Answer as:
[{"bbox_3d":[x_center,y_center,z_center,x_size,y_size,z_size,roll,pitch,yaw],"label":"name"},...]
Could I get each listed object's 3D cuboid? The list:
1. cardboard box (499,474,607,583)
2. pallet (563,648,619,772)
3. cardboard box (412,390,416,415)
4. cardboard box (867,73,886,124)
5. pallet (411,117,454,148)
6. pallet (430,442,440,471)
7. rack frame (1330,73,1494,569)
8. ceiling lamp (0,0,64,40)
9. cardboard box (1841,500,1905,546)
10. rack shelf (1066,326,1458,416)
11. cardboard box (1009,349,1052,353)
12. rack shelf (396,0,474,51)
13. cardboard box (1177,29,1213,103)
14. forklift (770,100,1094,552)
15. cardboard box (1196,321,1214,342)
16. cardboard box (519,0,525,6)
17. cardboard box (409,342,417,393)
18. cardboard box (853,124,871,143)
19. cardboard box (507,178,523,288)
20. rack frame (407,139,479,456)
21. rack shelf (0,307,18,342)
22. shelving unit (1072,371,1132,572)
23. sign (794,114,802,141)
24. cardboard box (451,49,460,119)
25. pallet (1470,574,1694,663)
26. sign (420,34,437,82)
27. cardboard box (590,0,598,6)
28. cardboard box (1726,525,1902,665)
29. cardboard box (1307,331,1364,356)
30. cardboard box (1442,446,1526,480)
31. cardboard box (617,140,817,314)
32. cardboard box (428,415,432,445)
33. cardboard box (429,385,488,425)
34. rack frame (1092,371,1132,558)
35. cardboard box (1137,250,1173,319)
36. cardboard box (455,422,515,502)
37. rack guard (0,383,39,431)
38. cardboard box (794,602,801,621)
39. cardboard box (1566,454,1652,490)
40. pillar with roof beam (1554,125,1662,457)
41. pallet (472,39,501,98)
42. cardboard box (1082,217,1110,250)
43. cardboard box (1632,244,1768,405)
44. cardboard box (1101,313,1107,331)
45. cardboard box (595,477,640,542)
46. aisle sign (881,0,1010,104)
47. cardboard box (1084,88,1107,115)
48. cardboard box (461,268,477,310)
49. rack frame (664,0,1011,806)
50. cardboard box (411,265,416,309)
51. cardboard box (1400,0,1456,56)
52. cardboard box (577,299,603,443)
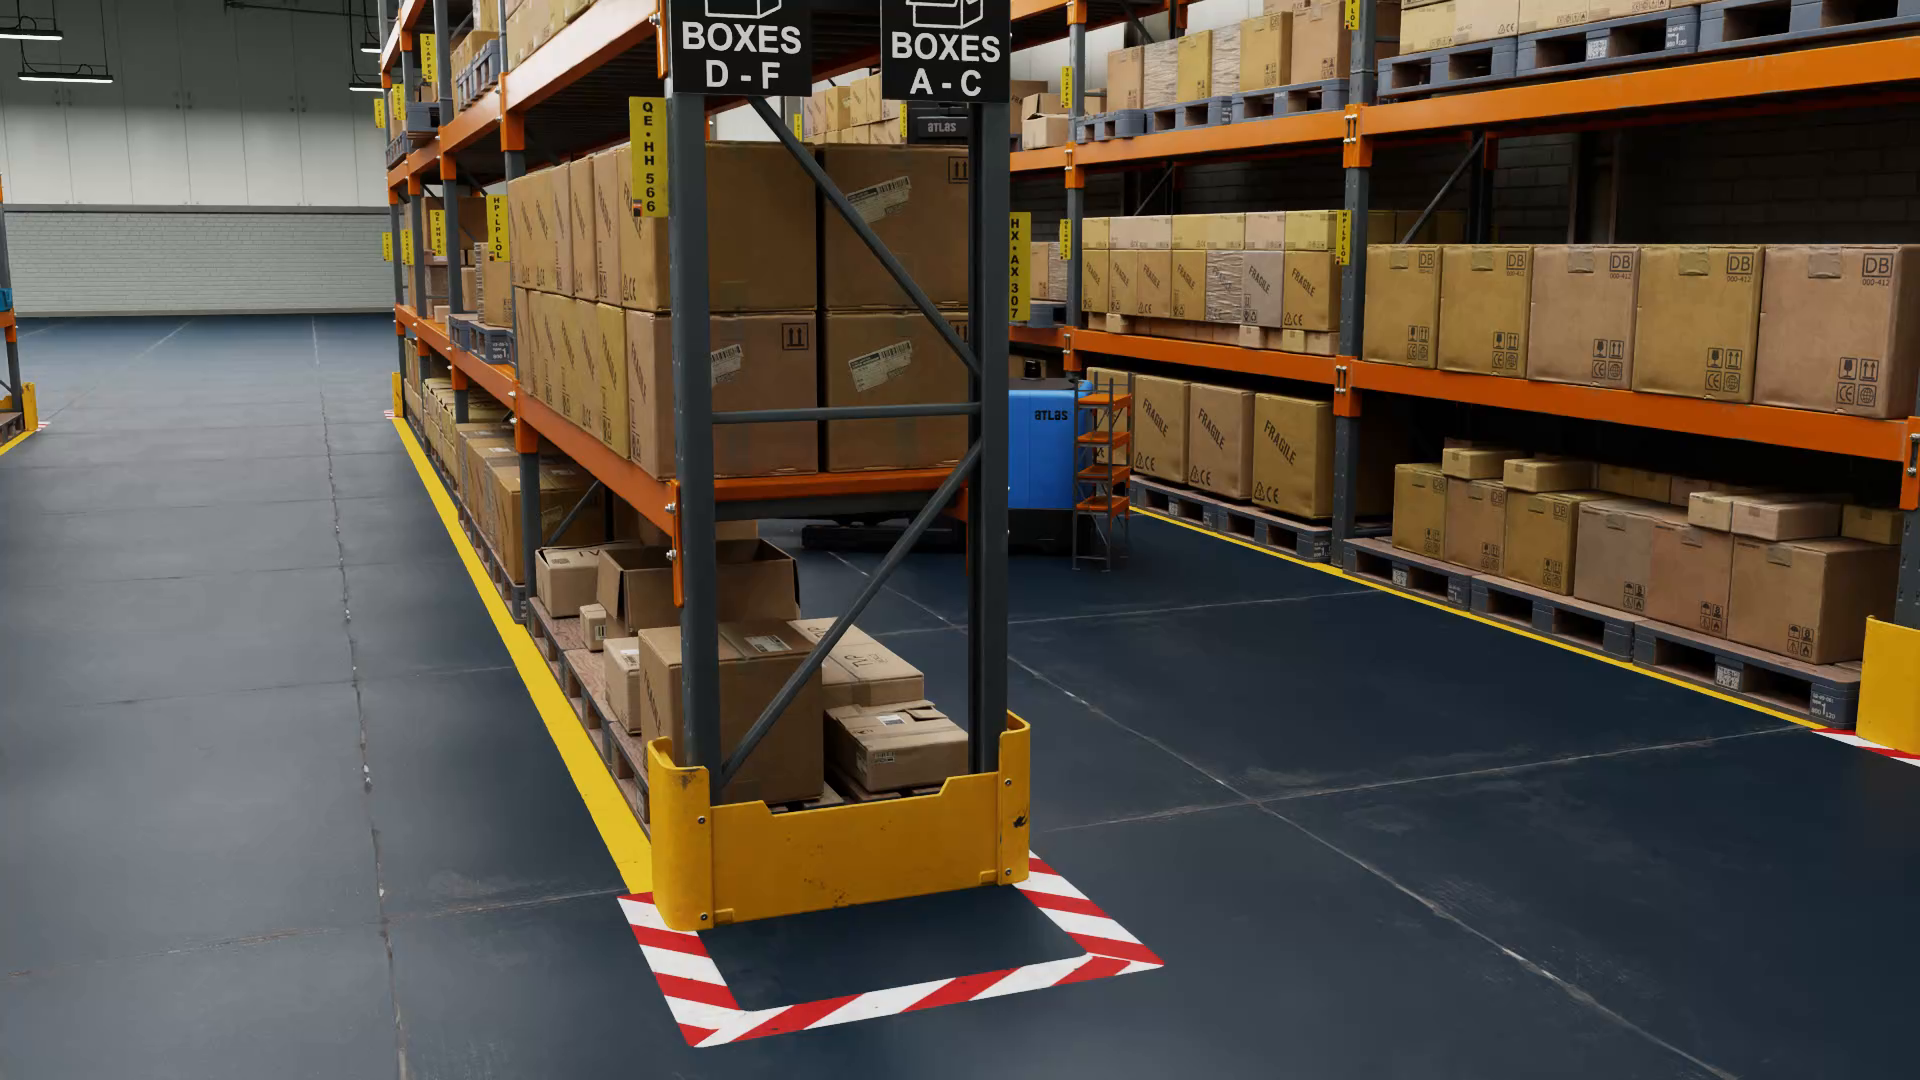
[{"bbox_3d":[-2.234,-0.070,9.129,0.500,0.500,0.500,-4,11,-21],"label":"cardboard box"},{"bbox_3d":[-1.094,0.663,7.091,1.003,0.211,1.213,-4,11,-21],"label":"pallet"},{"bbox_3d":[-5.607,-1.487,17.865,0.500,0.250,0.500,-4,11,-21],"label":"cardboard box"},{"bbox_3d":[-0.715,-4.824,18.214,0.500,0.500,0.500,-3,11,-18],"label":"cardboard box"},{"bbox_3d":[-3.975,-3.346,13.639,1.003,0.211,1.213,-3,11,-18],"label":"pallet"},{"bbox_3d":[-4.384,-0.837,15.521,1.003,0.211,1.213,-4,11,-21],"label":"pallet"},{"bbox_3d":[2.828,-1.337,10.369,1.000,3.000,0.127,-4,11,-21],"label":"rack frame"},{"bbox_3d":[-18.095,-11.062,31.245,2.000,3.185,0.800,-4,11,-21],"label":"ceiling lamp"},{"bbox_3d":[4.162,-0.079,7.387,0.380,0.149,0.250,-4,11,-21],"label":"cardboard box"},{"bbox_3d":[2.103,-1.309,12.267,1.077,0.370,4.000,-4,11,-21],"label":"rack shelf"},{"bbox_3d":[0.566,-1.722,16.276,0.500,0.250,0.500,-4,11,-23],"label":"cardboard box"},{"bbox_3d":[-3.962,-4.403,13.677,1.077,0.370,4.000,-4,11,-21],"label":"rack shelf"},{"bbox_3d":[2.037,-3.482,12.325,0.700,0.500,0.500,-3,11,-18],"label":"cardboard box"},{"bbox_3d":[-0.618,-1.457,11.245,3.031,2.935,1.130,1,10,7],"label":"forklift"},{"bbox_3d":[1.936,-1.514,12.028,0.380,0.149,0.250,-4,11,-19],"label":"cardboard box"},{"bbox_3d":[-1.660,-2.494,7.312,0.500,0.250,0.500,-4,11,-21],"label":"cardboard box"},{"bbox_3d":[-5.608,-1.856,17.799,0.500,0.500,0.500,-4,11,-21],"label":"cardboard box"},{"bbox_3d":[-0.892,-4.416,18.776,0.500,0.500,0.500,-4,11,-23],"label":"cardboard box"},{"bbox_3d":[-1.879,-1.468,7.969,0.500,0.500,0.500,-4,11,-19],"label":"cardboard box"},{"bbox_3d":[-4.687,-2.327,15.939,1.000,3.000,0.127,-4,11,-21],"label":"rack frame"},{"bbox_3d":[-10.030,-1.986,16.074,1.077,0.370,4.000,-4,11,-21],"label":"rack shelf"},{"bbox_3d":[0.895,-0.440,10.465,0.258,1.200,0.503,3,11,18],"label":"shelving unit"},{"bbox_3d":[-2.027,-5.168,20.848,0.100,0.325,0.005,-4,11,-21],"label":"sign"},{"bbox_3d":[-3.048,-3.131,11.609,0.910,0.500,0.500,-4,11,-21],"label":"cardboard box"},{"bbox_3d":[3.476,0.365,8.766,1.003,0.211,1.213,-4,11,-21],"label":"pallet"},{"bbox_3d":[-3.758,-3.411,11.763,0.100,0.325,0.005,-4,11,-21],"label":"sign"},{"bbox_3d":[-0.941,-1.921,5.518,0.500,0.250,0.500,-4,11,-21],"label":"cardboard box"},{"bbox_3d":[3.930,0.232,7.487,0.700,0.500,0.500,-4,11,-21],"label":"cardboard box"},{"bbox_3d":[2.441,-1.260,10.598,0.380,0.149,0.250,-4,11,-20],"label":"cardboard box"},{"bbox_3d":[2.957,-0.436,9.392,0.380,0.149,0.250,-4,11,-19],"label":"cardboard box"},{"bbox_3d":[-0.756,-0.965,5.142,0.500,0.500,0.500,-4,11,-21],"label":"cardboard box"},{"bbox_3d":[-4.588,-1.015,15.215,0.500,0.250,0.500,-4,11,-19],"label":"cardboard box"},{"bbox_3d":[-4.404,-1.207,14.690,0.500,0.311,0.500,-4,11,-23],"label":"cardboard box"},{"bbox_3d":[0.973,-0.480,10.693,0.240,1.200,0.015,3,11,18],"label":"rack frame"},{"bbox_3d":[1.676,-1.932,12.526,0.500,0.500,0.500,-4,11,-21],"label":"cardboard box"},{"bbox_3d":[-3.339,-0.568,11.929,0.500,0.500,0.500,-3,11,-18],"label":"cardboard box"},{"bbox_3d":[-10.683,-1.426,18.012,1.175,0.500,0.348,-4,11,-21],"label":"rack guard"},{"bbox_3d":[-1.045,0.283,7.685,0.500,0.311,0.500,-4,11,-21],"label":"cardboard box"},{"bbox_3d":[3.515,-0.370,9.019,0.380,0.149,0.250,-4,11,-20],"label":"cardboard box"},{"bbox_3d":[-0.125,-3.958,7.974,9.100,9.000,0.400,-4,11,-21],"label":"pillar with roof beam"},{"bbox_3d":[-1.959,-2.517,8.975,1.213,0.211,1.003,-4,11,-21],"label":"pallet"},{"bbox_3d":[1.313,-2.469,13.402,0.500,0.250,0.500,-4,11,-20],"label":"cardboard box"},{"bbox_3d":[3.809,-1.032,7.800,0.980,0.700,0.700,-4,11,-21],"label":"cardboard box"},{"bbox_3d":[1.365,-1.766,13.441,0.380,0.149,0.250,-4,11,-20],"label":"cardboard box"},{"bbox_3d":[-1.736,-0.102,9.309,0.500,0.500,0.500,-4,11,-23],"label":"cardboard box"},{"bbox_3d":[-0.040,-1.656,4.742,0.394,0.787,0.004,-4,11,-21],"label":"aisle sign"},{"bbox_3d":[1.332,-3.657,14.509,0.500,0.500,0.500,-4,11,-21],"label":"cardboard box"},{"bbox_3d":[-3.861,-1.997,13.794,0.500,0.500,0.500,-5,11,-24],"label":"cardboard box"},{"bbox_3d":[-0.338,-0.369,4.928,1.000,3.000,0.127,-4,11,-21],"label":"rack frame"},{"bbox_3d":[-5.784,-2.867,18.688,0.700,0.500,0.500,-4,11,-19],"label":"cardboard box"},{"bbox_3d":[2.832,-2.866,9.346,0.500,0.250,0.500,-4,11,-21],"label":"cardboard box"},{"bbox_3d":[-1.121,-0.640,6.167,0.500,0.500,0.500,-4,11,-20],"label":"cardboard box"}]
